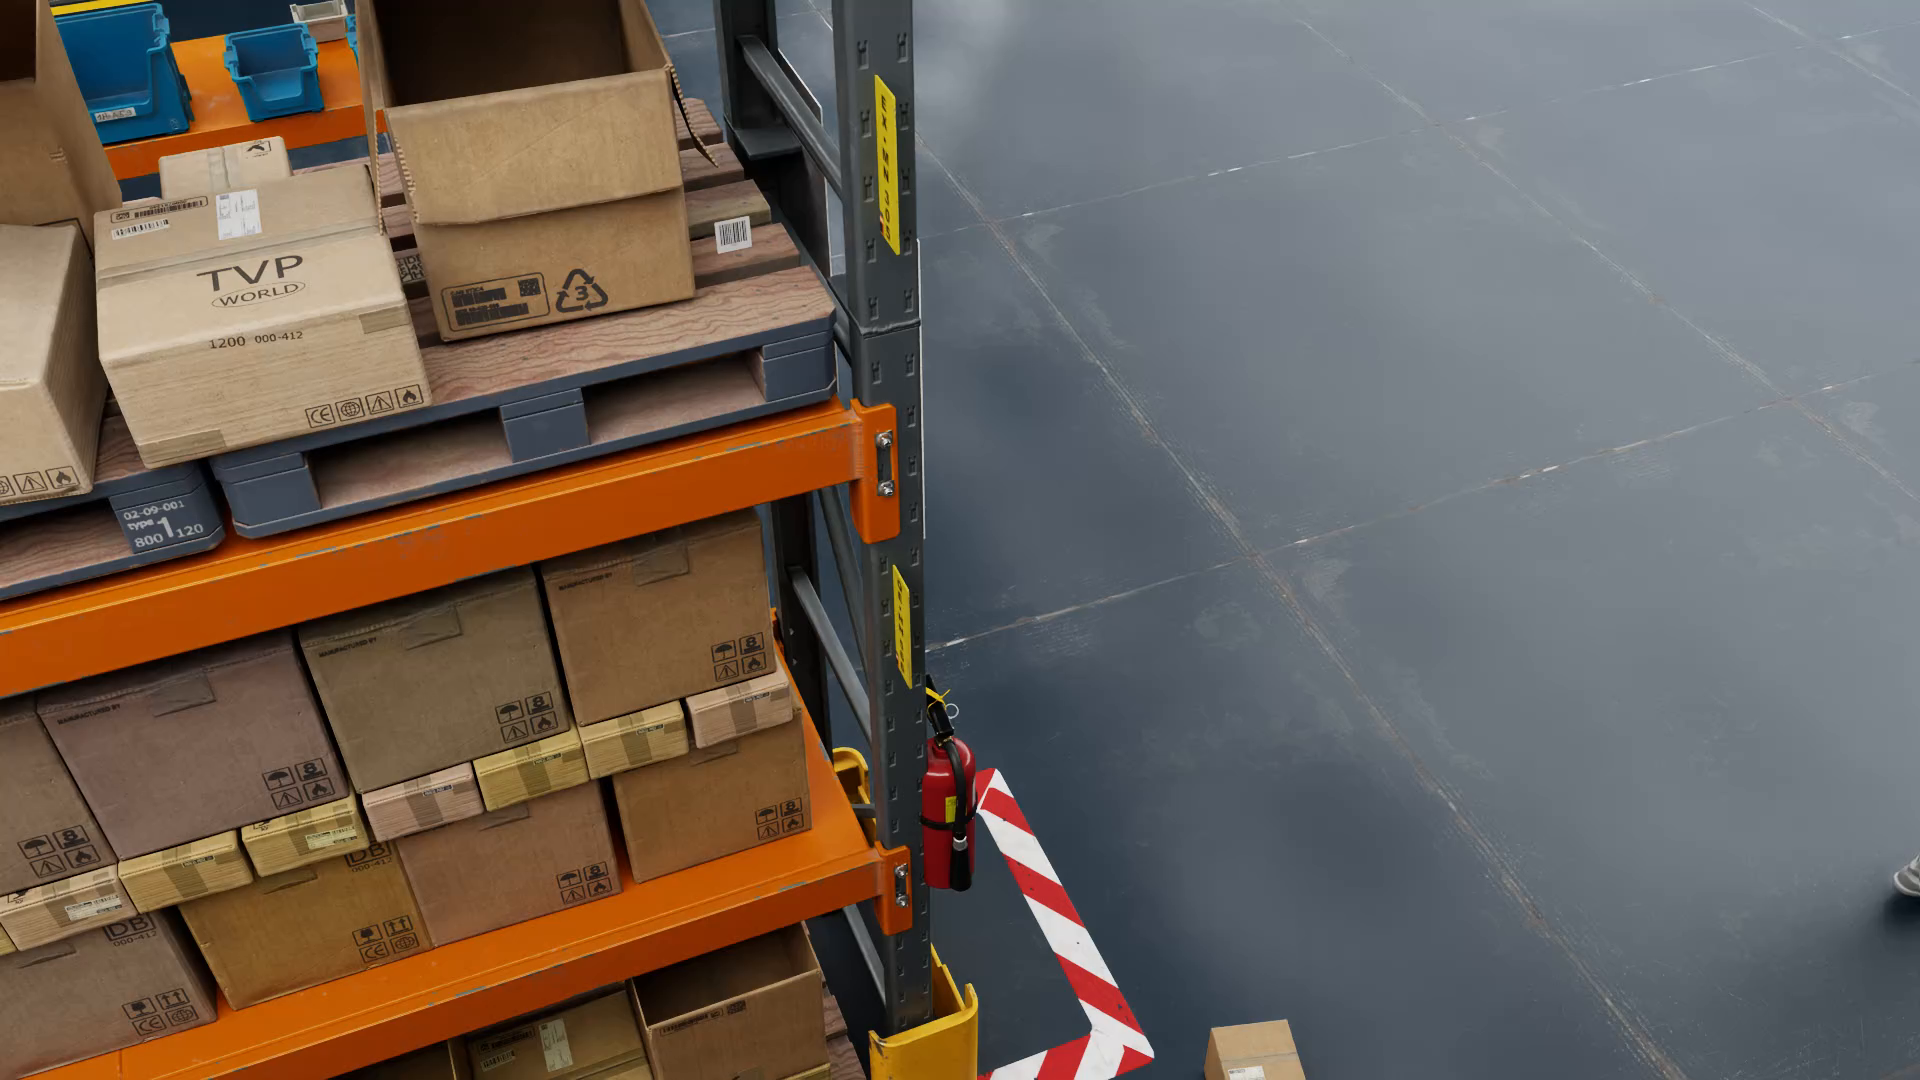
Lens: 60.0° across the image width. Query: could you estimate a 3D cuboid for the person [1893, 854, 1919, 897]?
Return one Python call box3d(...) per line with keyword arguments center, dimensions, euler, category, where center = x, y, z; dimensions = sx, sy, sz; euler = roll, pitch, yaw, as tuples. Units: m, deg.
box3d(center=(3.675, 0.625, 5.462), dimensions=(0.688, 1.737, 0.503), euler=(-5, 42, -5), category="person")
